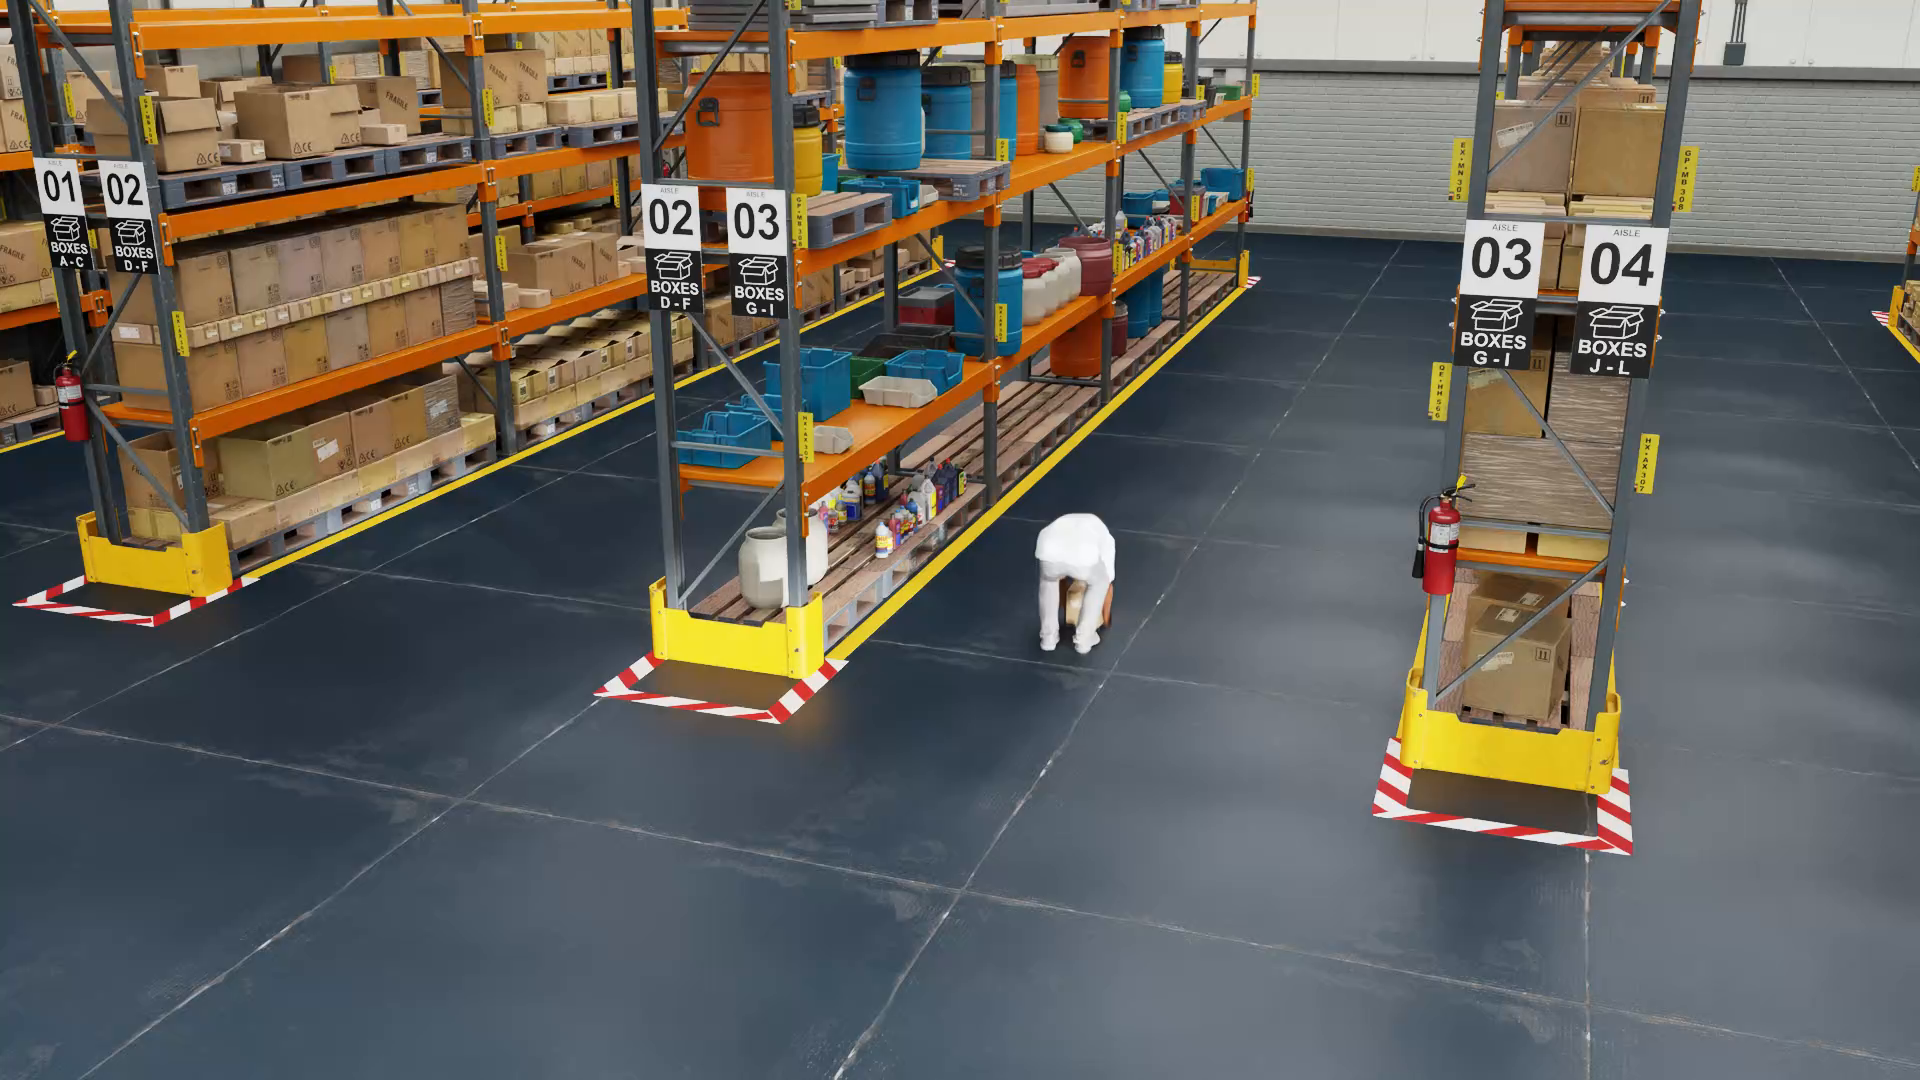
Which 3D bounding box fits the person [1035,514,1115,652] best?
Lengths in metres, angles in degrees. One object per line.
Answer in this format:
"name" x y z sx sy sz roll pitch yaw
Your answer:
"person" 0.806 0.239 11.608 0.499 0.939 0.975 5 19 16
